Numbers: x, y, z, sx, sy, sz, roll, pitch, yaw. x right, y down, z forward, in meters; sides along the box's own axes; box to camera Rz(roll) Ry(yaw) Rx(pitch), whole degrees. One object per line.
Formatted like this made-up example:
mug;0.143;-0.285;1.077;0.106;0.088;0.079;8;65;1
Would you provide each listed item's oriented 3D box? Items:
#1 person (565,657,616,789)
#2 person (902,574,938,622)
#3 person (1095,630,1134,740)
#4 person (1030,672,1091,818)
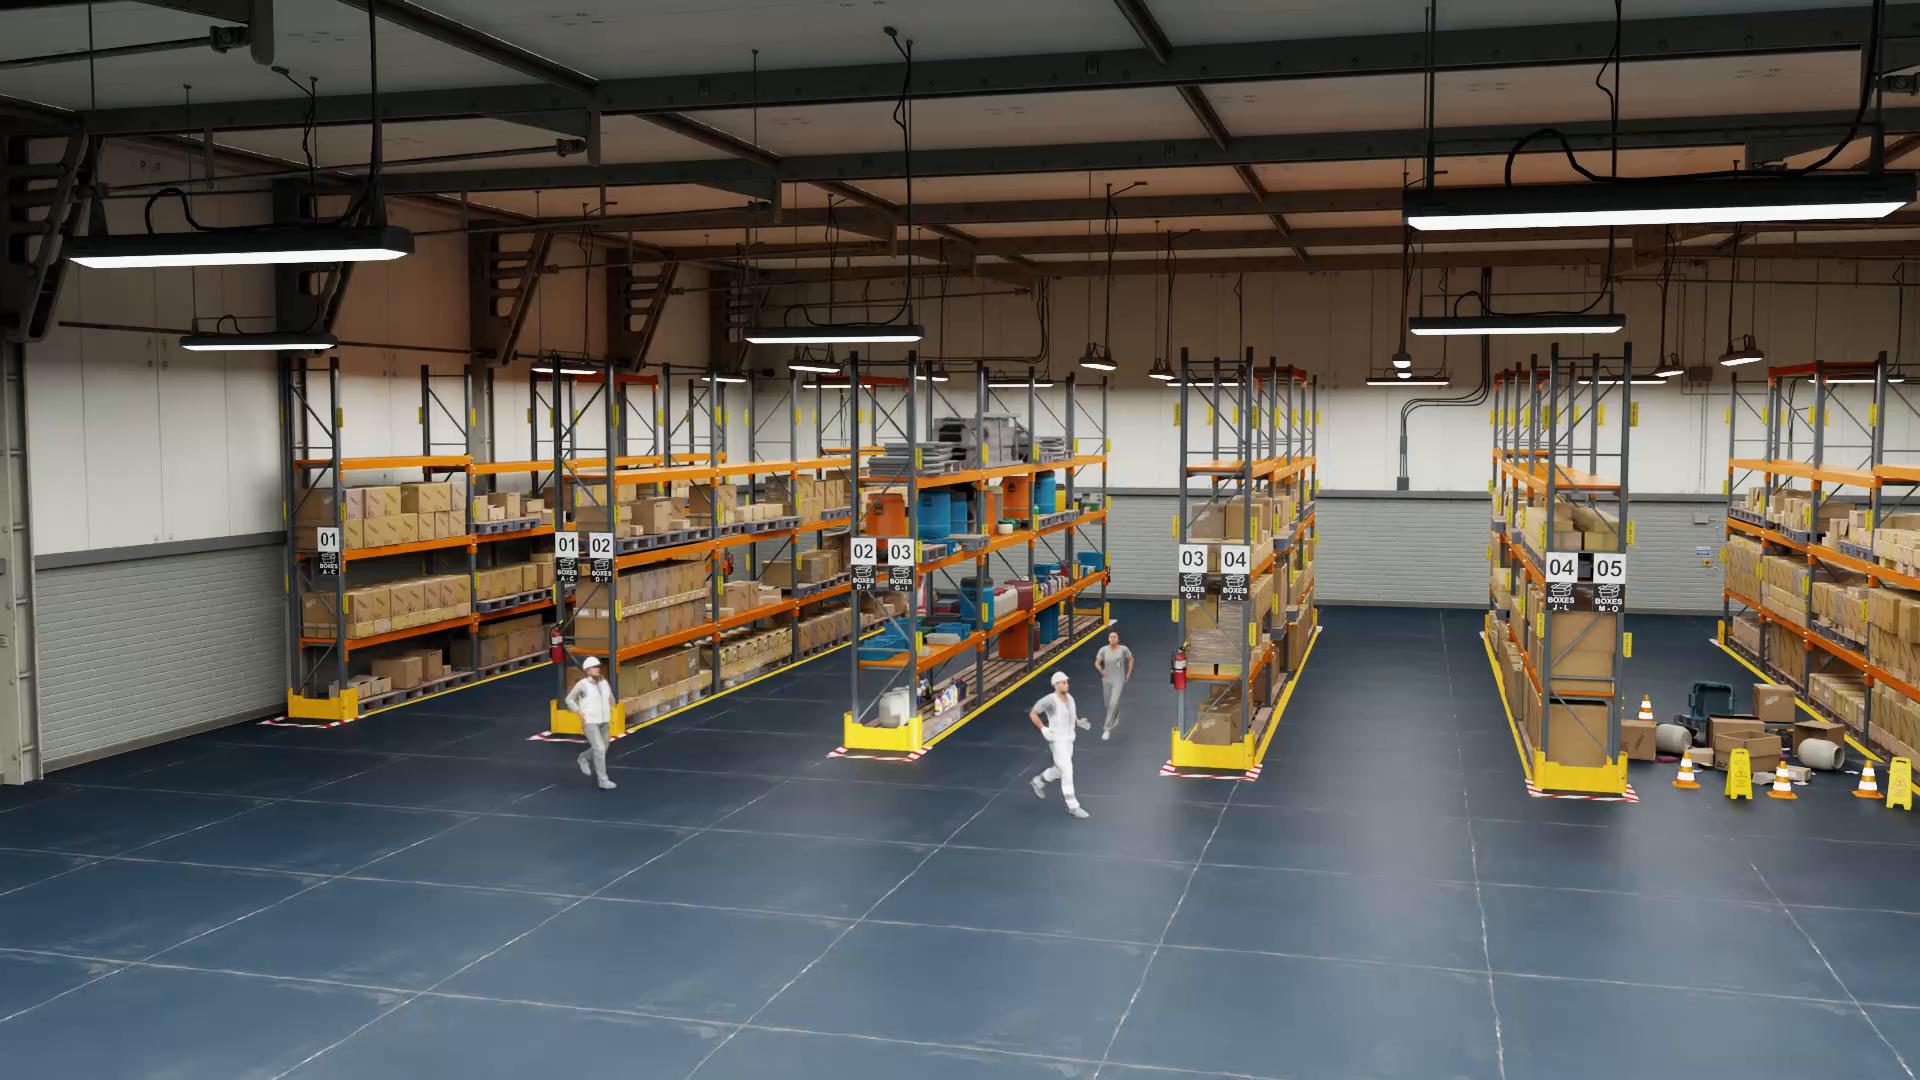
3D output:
person;-4.955;2.461;22.569;0.894;1.750;0.667;3;5;39
person;-0.821;1.502;32.421;0.659;1.783;0.648;1;4;17
person;2.392;2.208;25.857;0.587;1.663;0.961;1;4;14
person;1.252;2.560;21.078;0.980;1.792;0.656;4;6;41
